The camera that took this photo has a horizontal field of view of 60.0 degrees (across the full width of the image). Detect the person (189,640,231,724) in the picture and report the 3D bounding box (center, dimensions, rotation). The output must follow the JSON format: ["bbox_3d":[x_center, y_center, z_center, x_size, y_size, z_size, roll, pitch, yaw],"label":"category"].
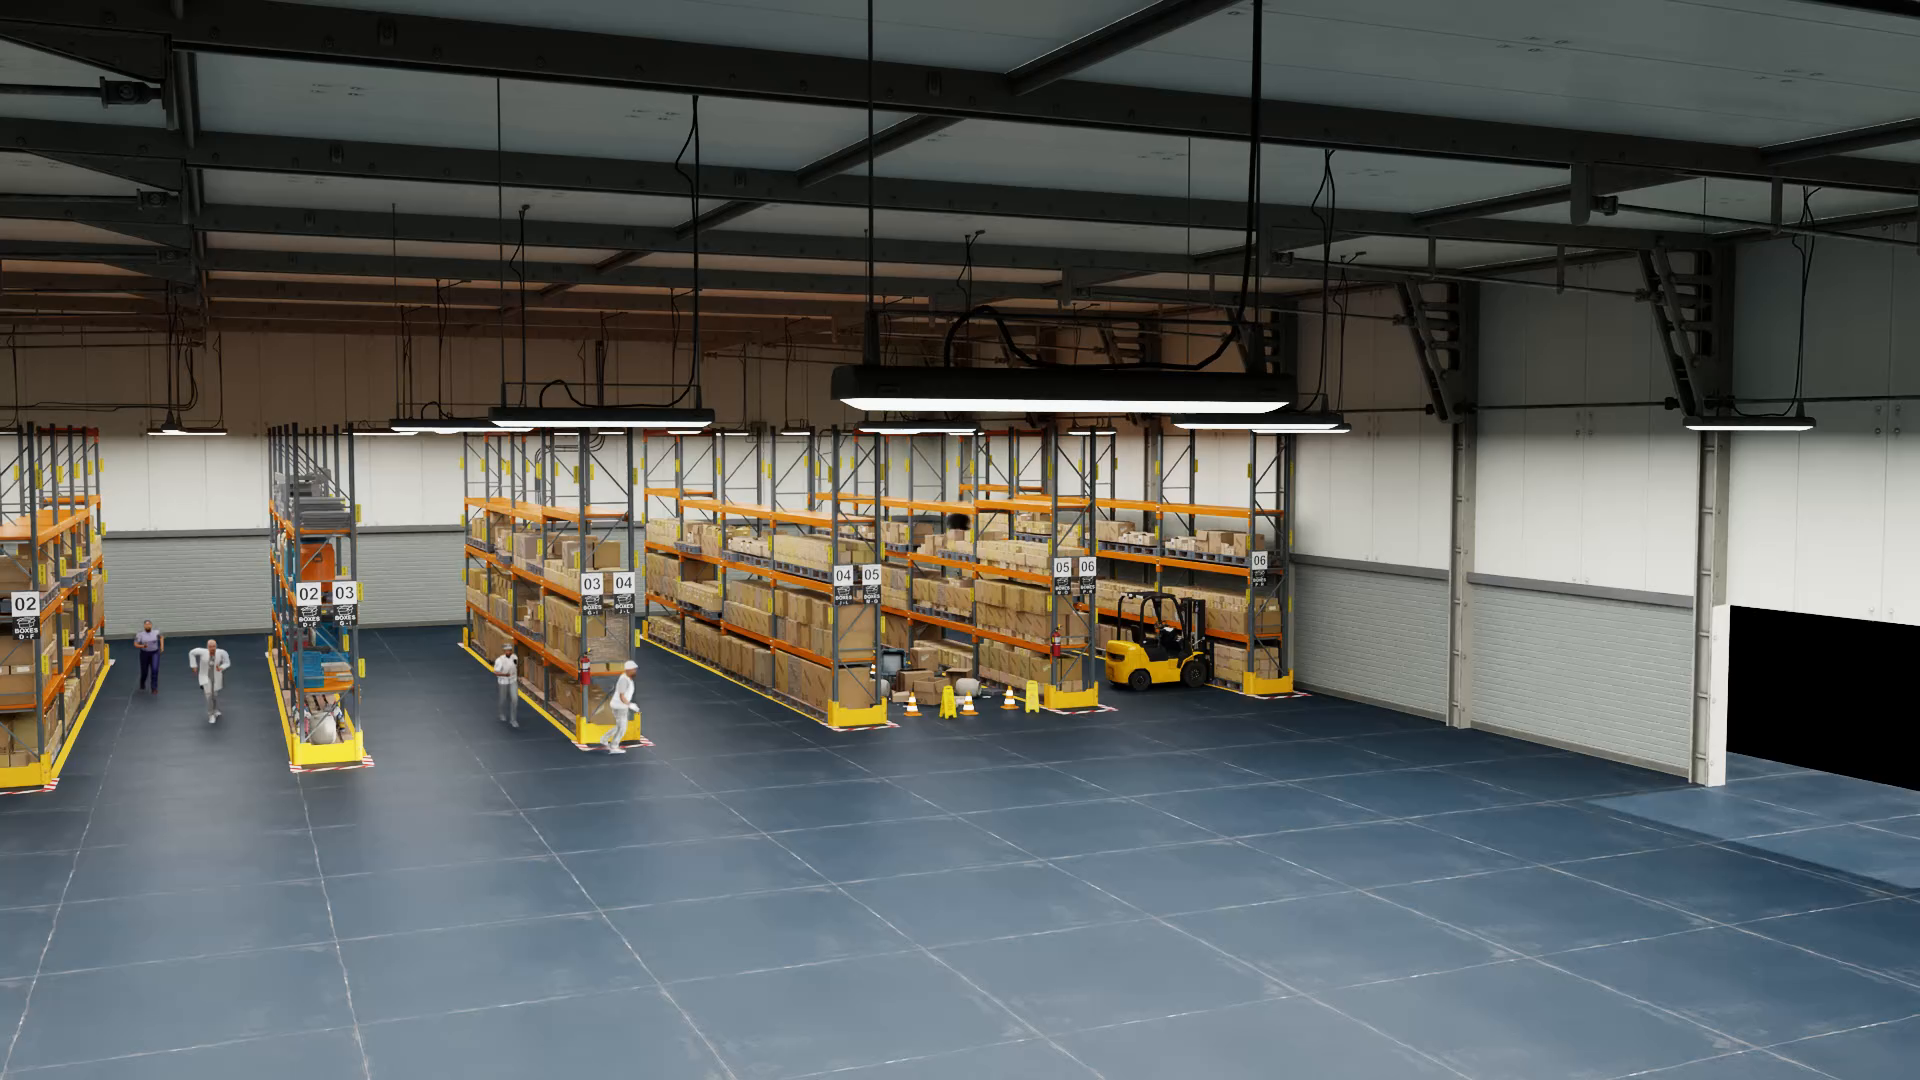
[{"bbox_3d":[-15.190,2.865,33.700,0.760,1.723,1.057,-2,4,-25],"label":"person"}]

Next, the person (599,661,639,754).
[{"bbox_3d":[-6.183,3.029,30.131,0.770,1.703,0.674,0,3,-4],"label":"person"}]

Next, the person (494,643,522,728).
[{"bbox_3d":[-9.038,2.862,33.188,0.584,1.676,0.964,-2,4,-29],"label":"person"}]

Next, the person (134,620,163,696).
[{"bbox_3d":[-18.206,2.625,37.336,0.596,1.678,0.933,-2,4,-26],"label":"person"}]
